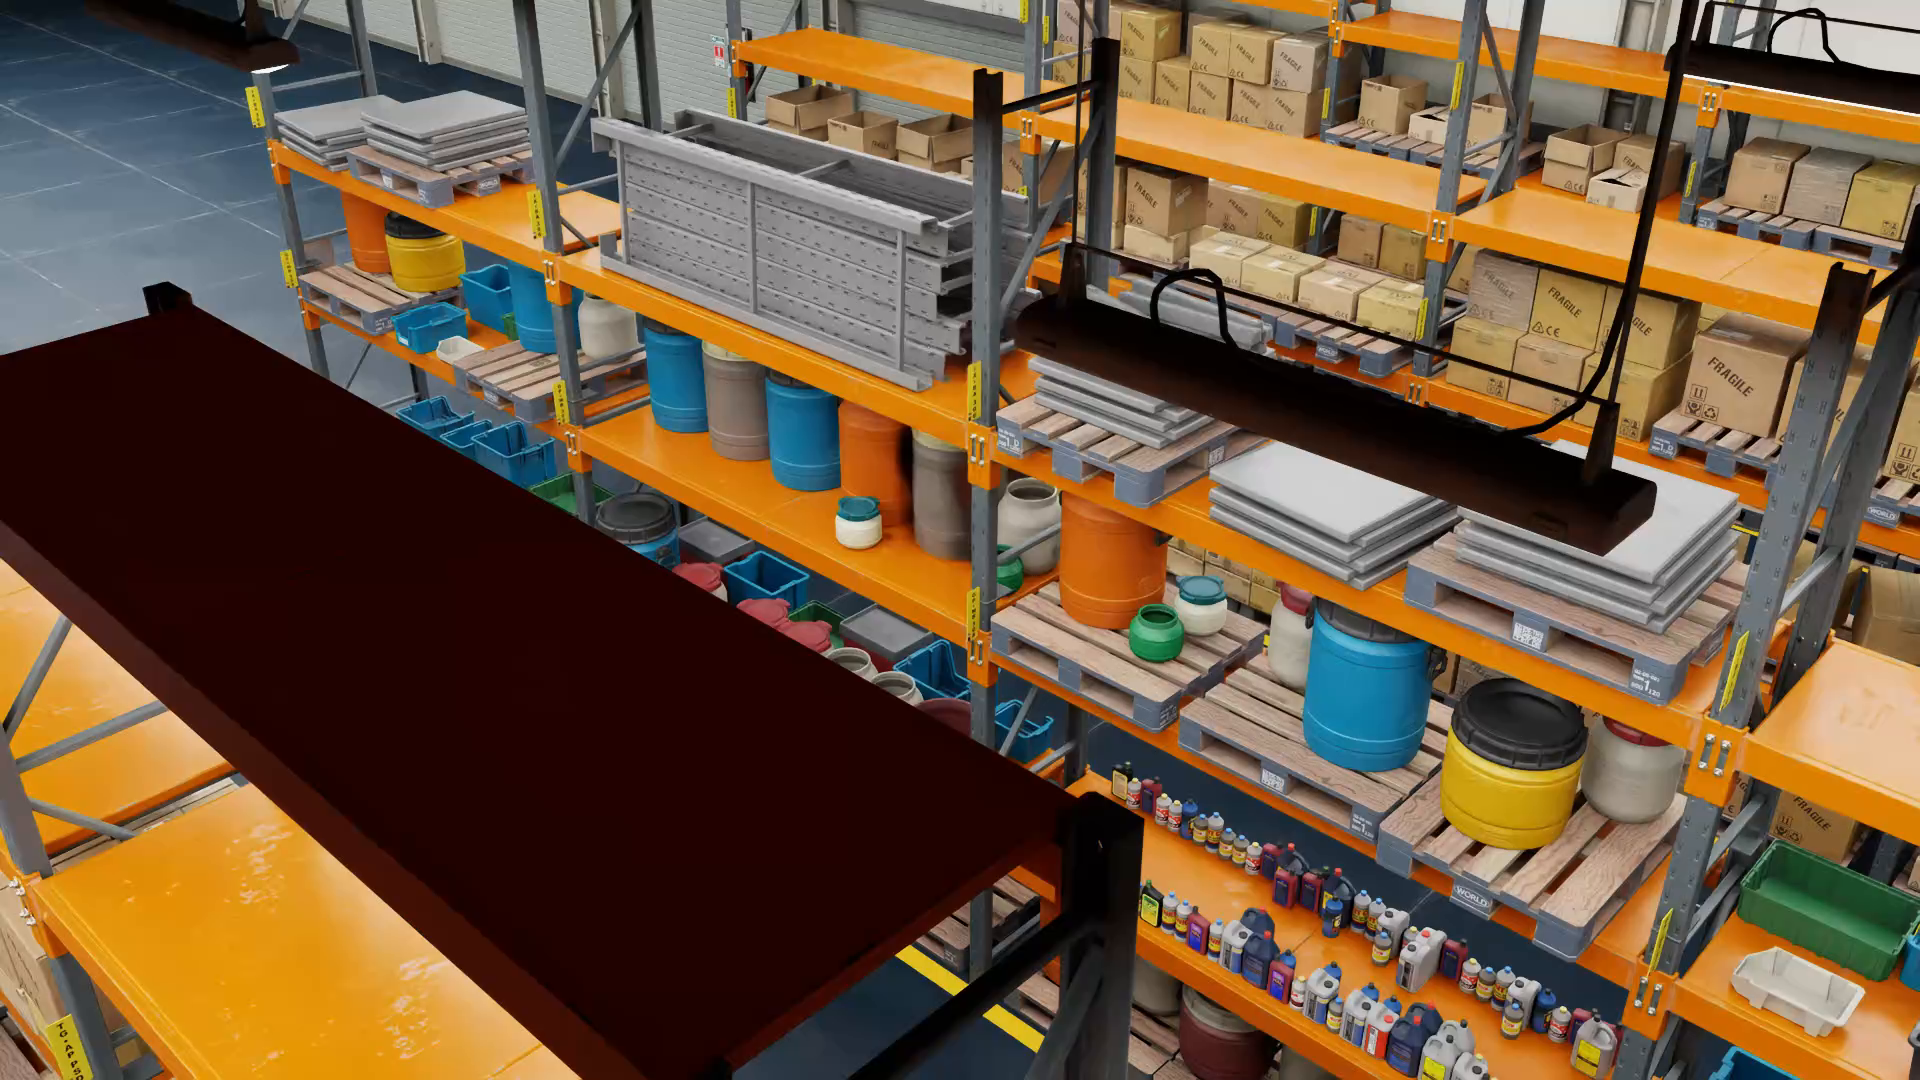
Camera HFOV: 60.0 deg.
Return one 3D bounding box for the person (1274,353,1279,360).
[{"bbox_3d":[3.298,-1.997,18.202,0.528,1.607,0.580,-18,34,-29],"label":"person"}]
